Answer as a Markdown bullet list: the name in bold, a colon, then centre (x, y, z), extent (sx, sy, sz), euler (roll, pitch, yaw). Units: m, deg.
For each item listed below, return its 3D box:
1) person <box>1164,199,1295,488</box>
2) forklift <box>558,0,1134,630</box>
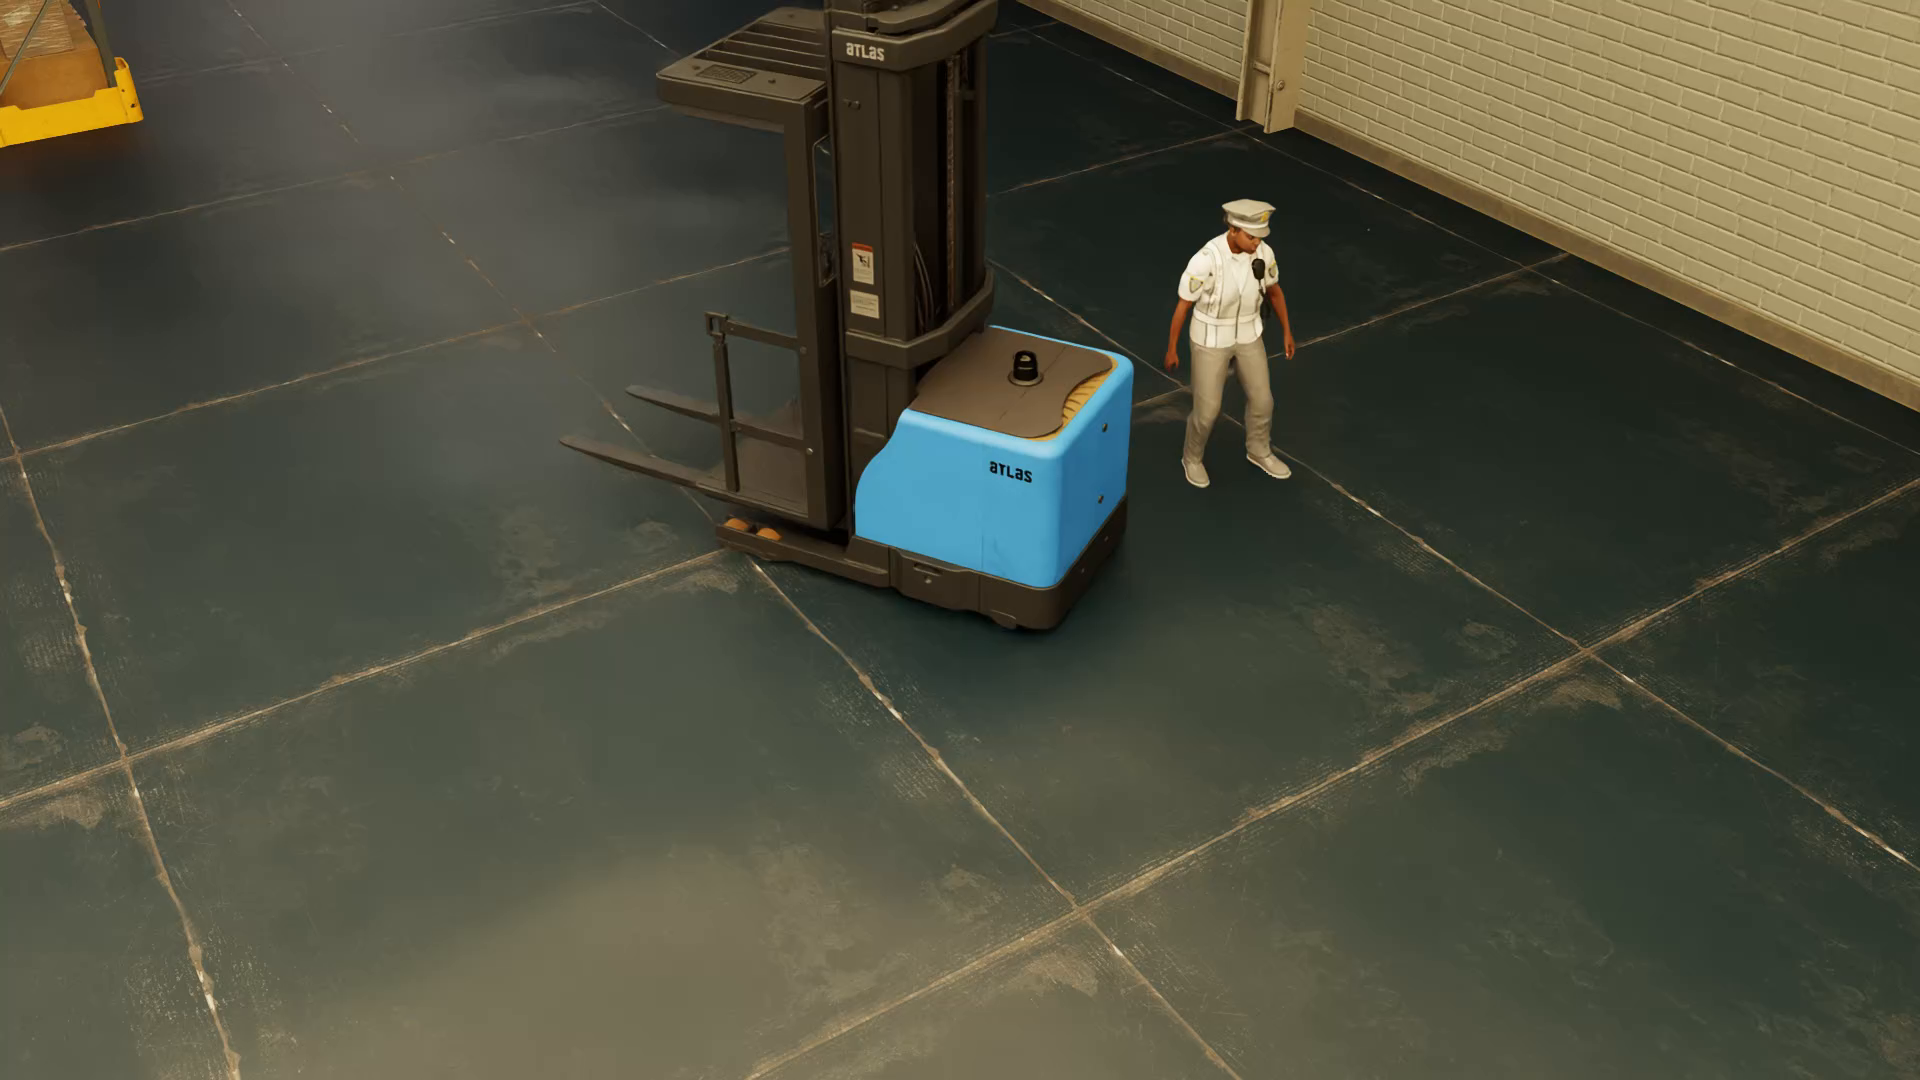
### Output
- **person**: centre (1.440, -1.041, 8.762), extent (0.734, 1.636, 0.375), euler (-11, 36, -15)
- **forklift**: centre (-0.692, -1.346, 8.064), extent (3.031, 2.935, 1.130), euler (16, 38, 21)
